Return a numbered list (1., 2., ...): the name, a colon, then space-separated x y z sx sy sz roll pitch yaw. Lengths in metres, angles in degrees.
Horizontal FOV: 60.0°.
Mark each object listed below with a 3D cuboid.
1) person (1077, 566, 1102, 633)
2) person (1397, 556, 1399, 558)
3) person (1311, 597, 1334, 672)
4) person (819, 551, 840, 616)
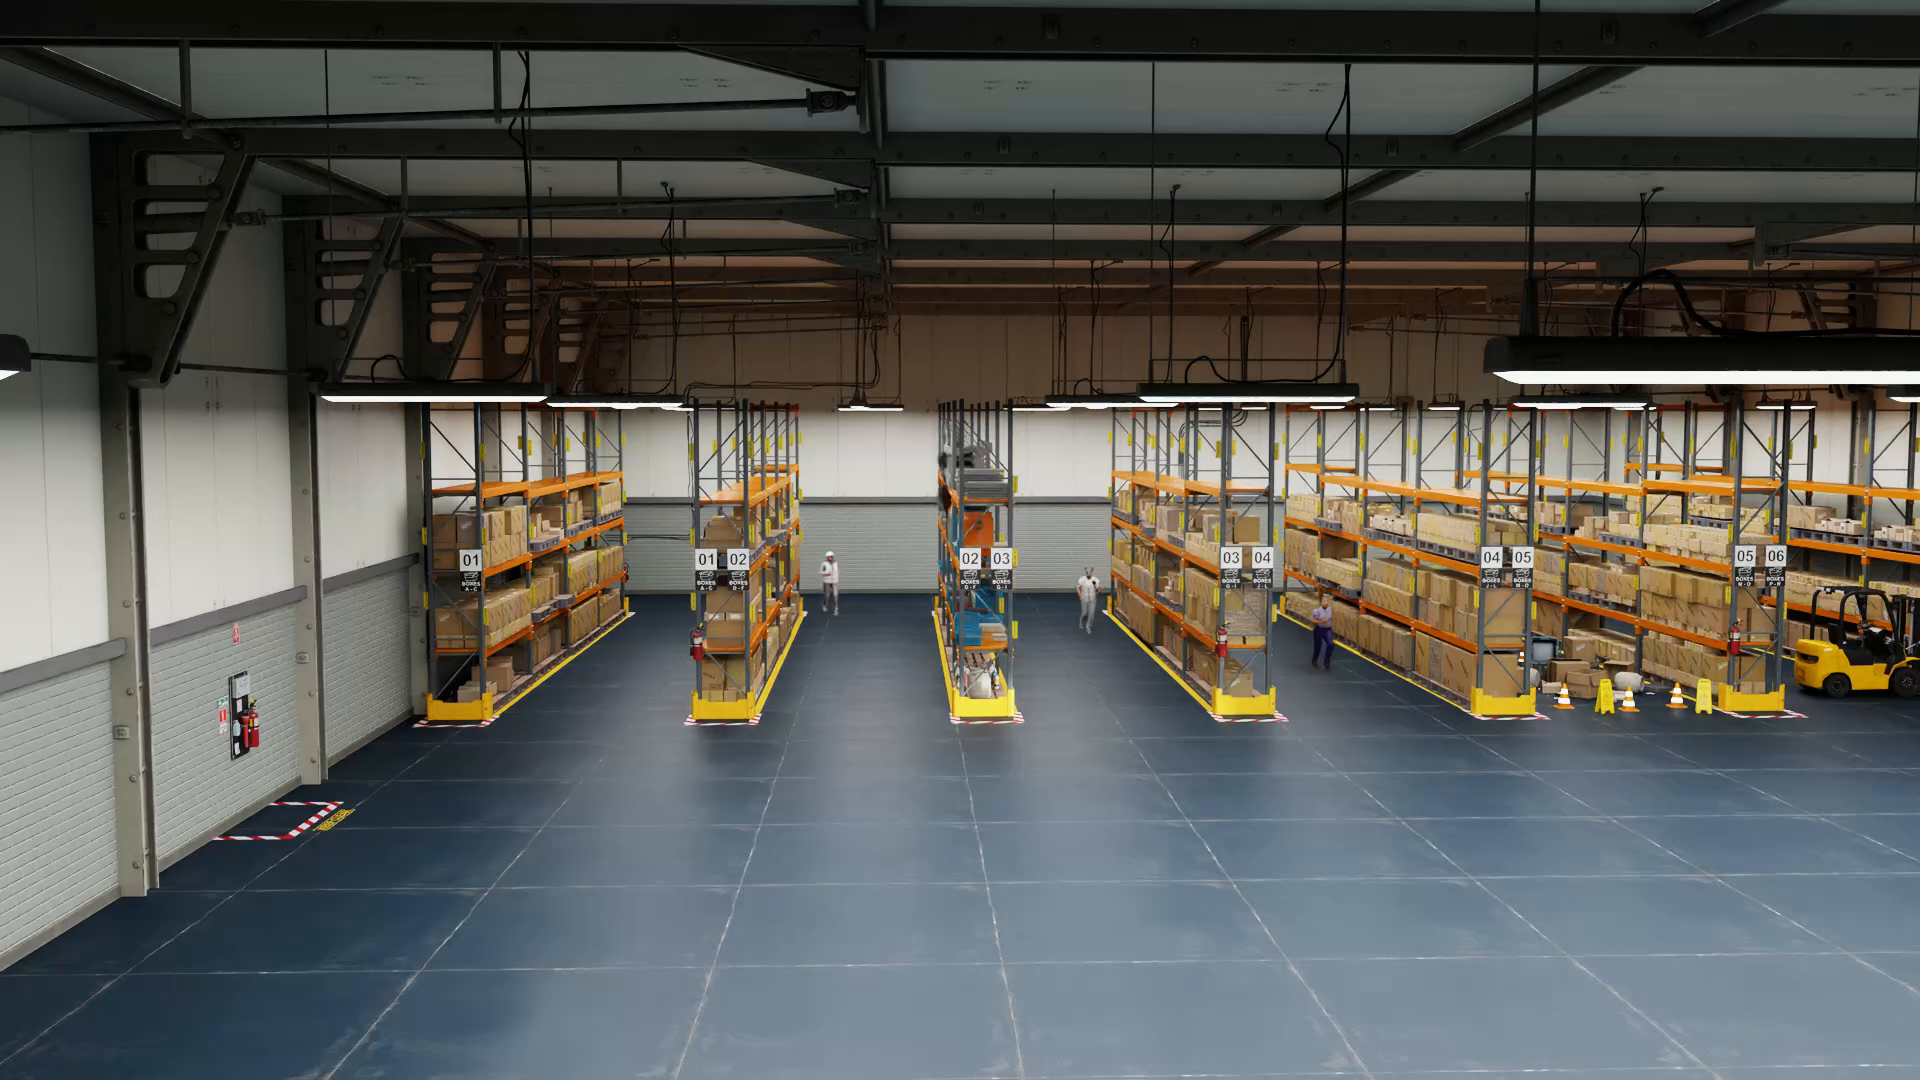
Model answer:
1. person: 3.379 1.556 43.438 0.649 1.751 0.629 0 4 0
2. person: 12.143 1.347 45.775 0.681 1.803 0.897 -2 5 -23
3. person: 8.090 2.101 37.167 0.627 1.676 0.824 -1 4 -13
4. person: -3.706 1.219 47.376 0.670 1.797 0.927 -2 5 -23
